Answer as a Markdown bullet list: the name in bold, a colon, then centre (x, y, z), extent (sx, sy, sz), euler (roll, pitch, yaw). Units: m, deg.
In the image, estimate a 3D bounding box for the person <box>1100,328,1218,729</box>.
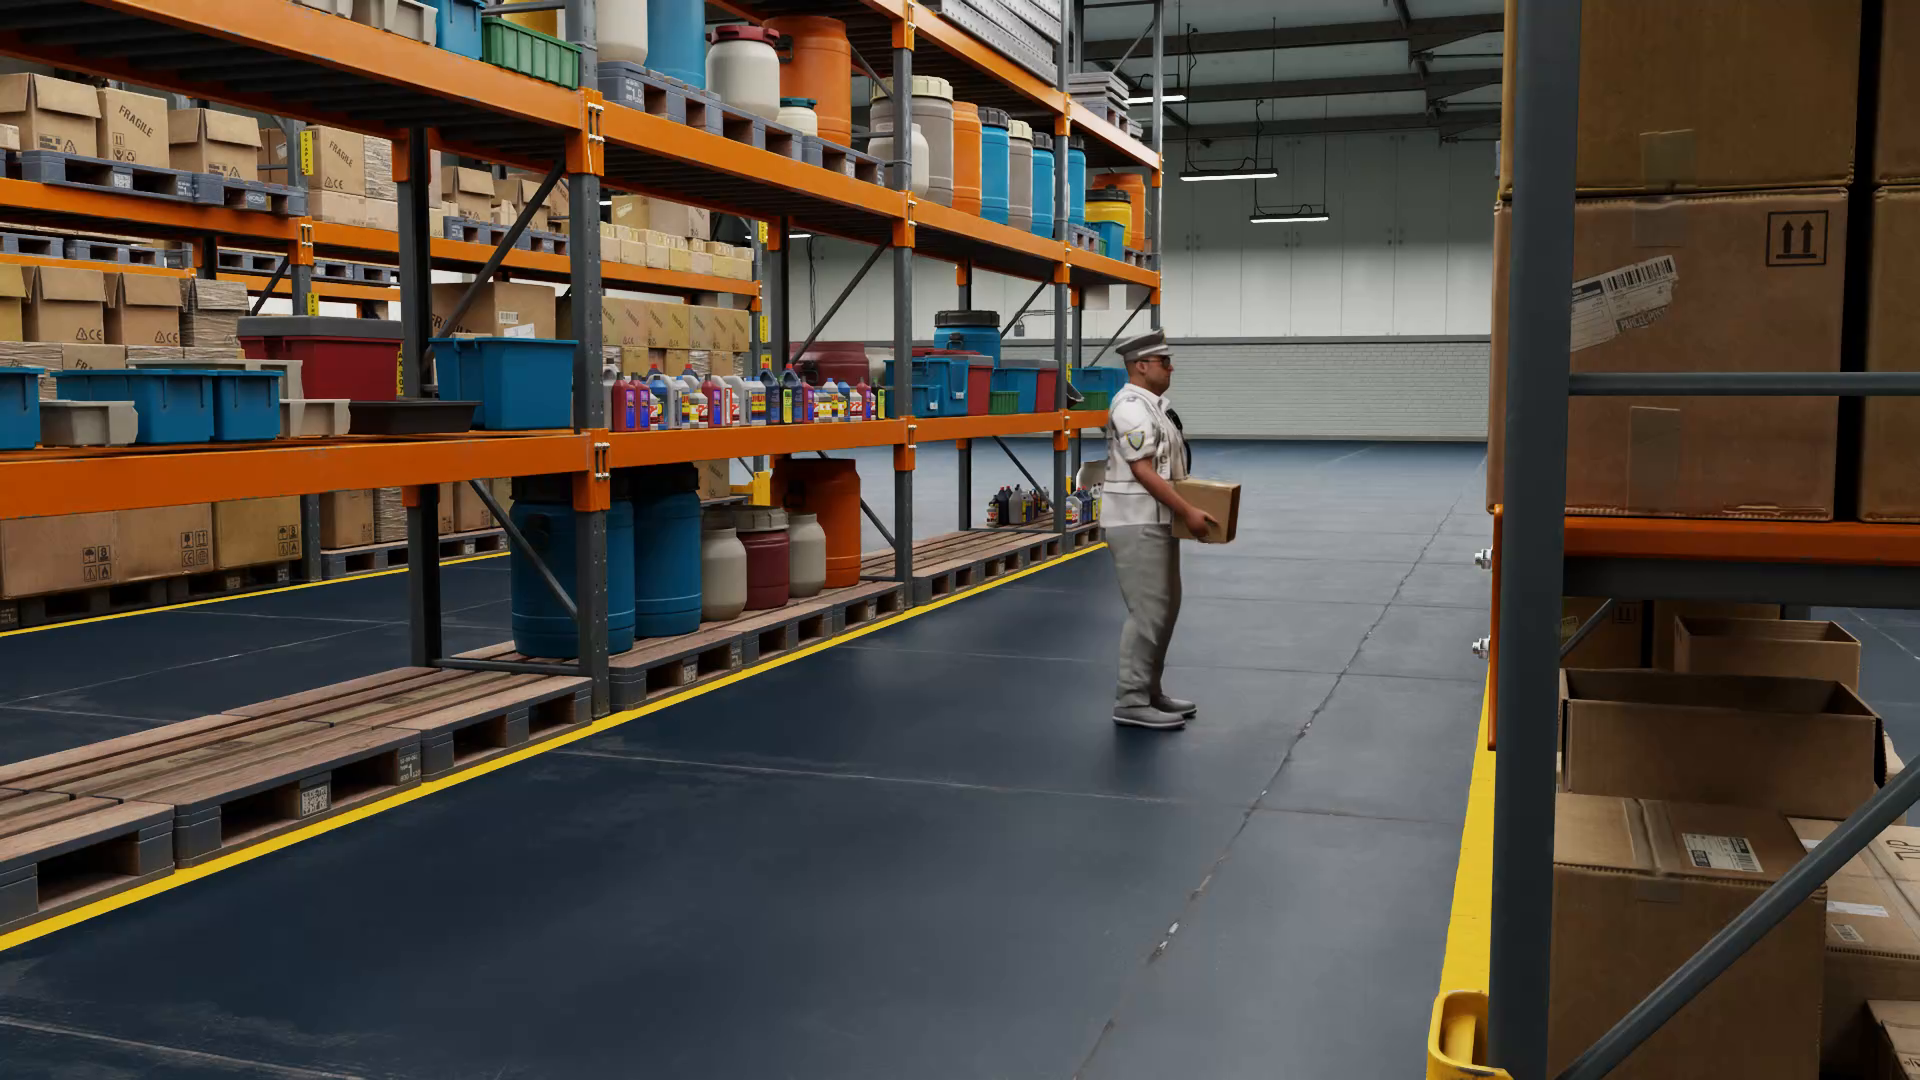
- **person**: centre (0.917, -0.062, 7.511), extent (0.545, 1.770, 0.521), euler (2, 5, 18)
